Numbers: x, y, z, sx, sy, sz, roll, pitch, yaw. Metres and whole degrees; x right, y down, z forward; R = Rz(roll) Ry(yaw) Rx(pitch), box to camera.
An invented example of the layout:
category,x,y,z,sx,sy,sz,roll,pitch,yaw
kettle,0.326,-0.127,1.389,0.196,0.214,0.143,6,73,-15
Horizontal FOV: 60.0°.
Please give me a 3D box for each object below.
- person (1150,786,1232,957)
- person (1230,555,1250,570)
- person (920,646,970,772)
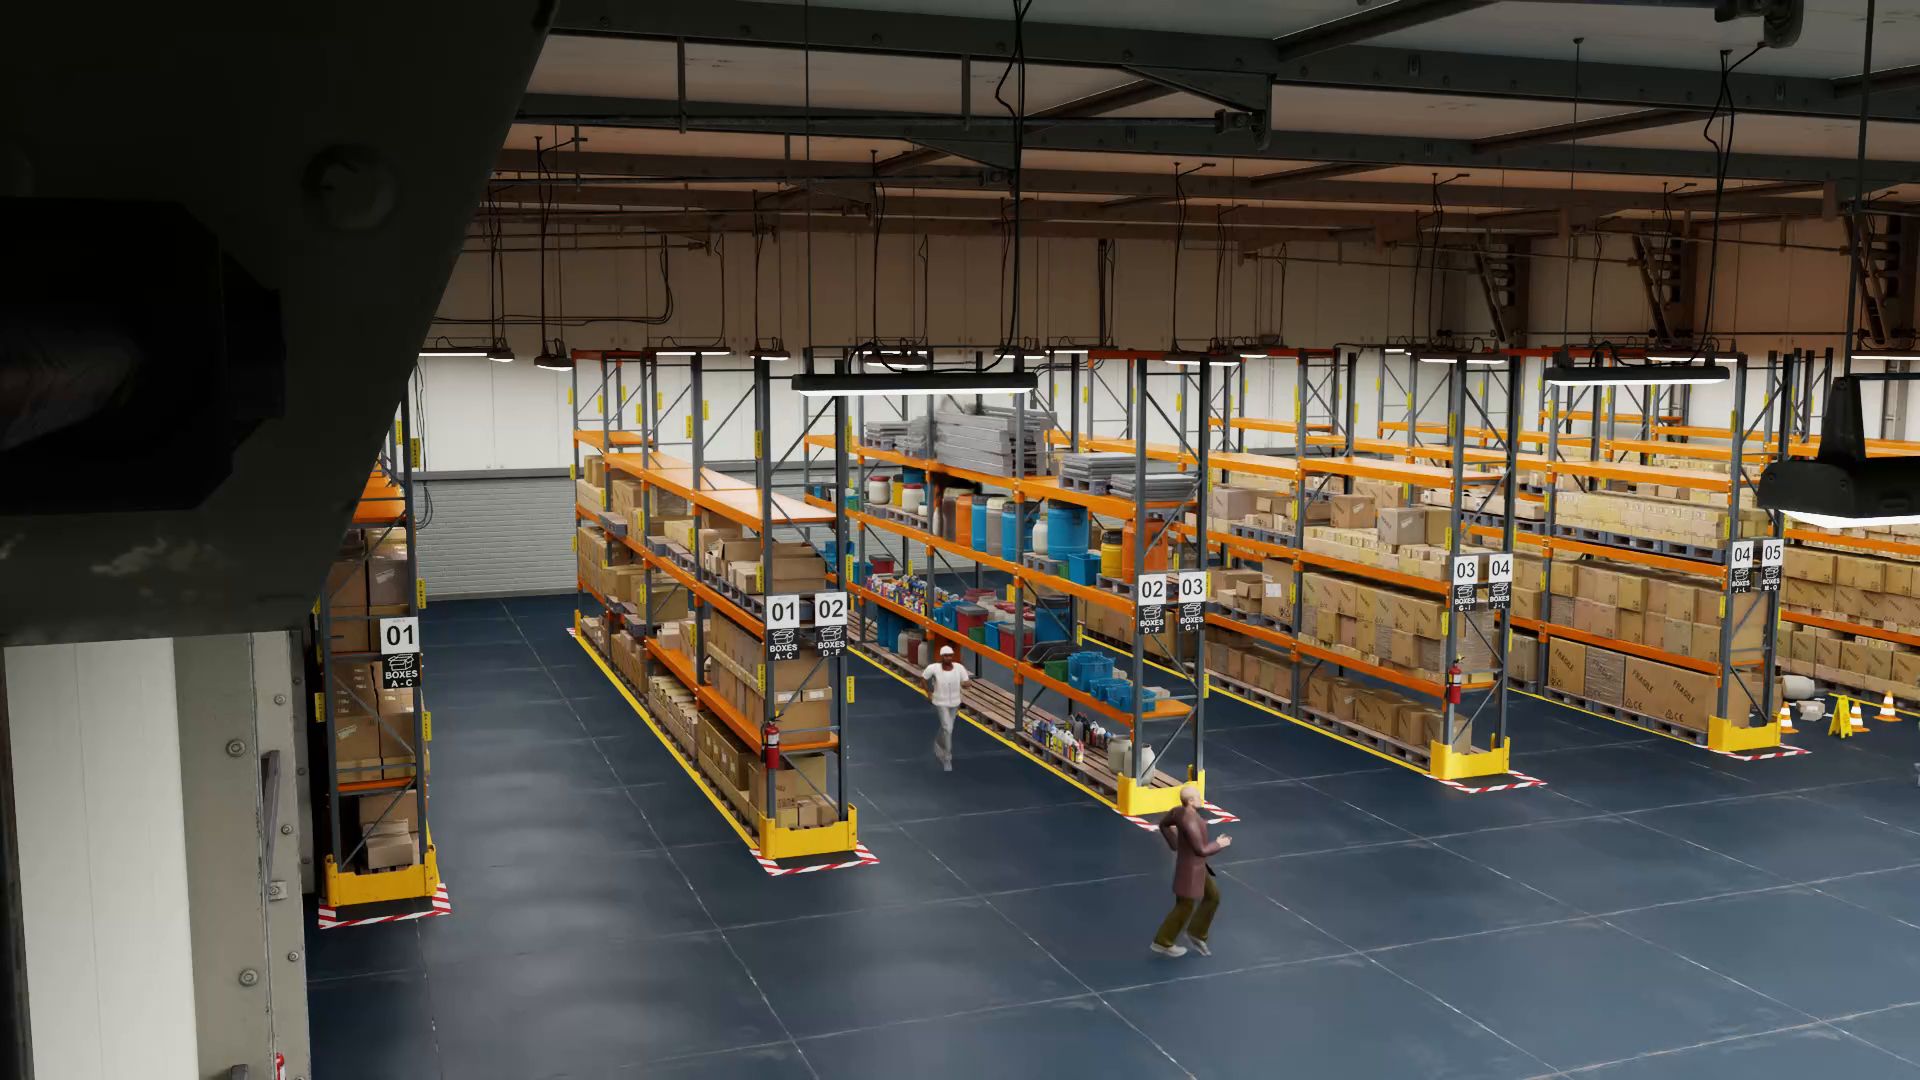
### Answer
category,x,y,z,sx,sy,sz,roll,pitch,yaw
person,2.339,3.376,16.816,0.805,1.832,0.672,0,7,3
person,6.948,0.254,41.912,0.939,1.708,0.665,-5,9,-34
person,-0.184,2.440,24.399,0.664,1.833,0.783,-3,8,-25
